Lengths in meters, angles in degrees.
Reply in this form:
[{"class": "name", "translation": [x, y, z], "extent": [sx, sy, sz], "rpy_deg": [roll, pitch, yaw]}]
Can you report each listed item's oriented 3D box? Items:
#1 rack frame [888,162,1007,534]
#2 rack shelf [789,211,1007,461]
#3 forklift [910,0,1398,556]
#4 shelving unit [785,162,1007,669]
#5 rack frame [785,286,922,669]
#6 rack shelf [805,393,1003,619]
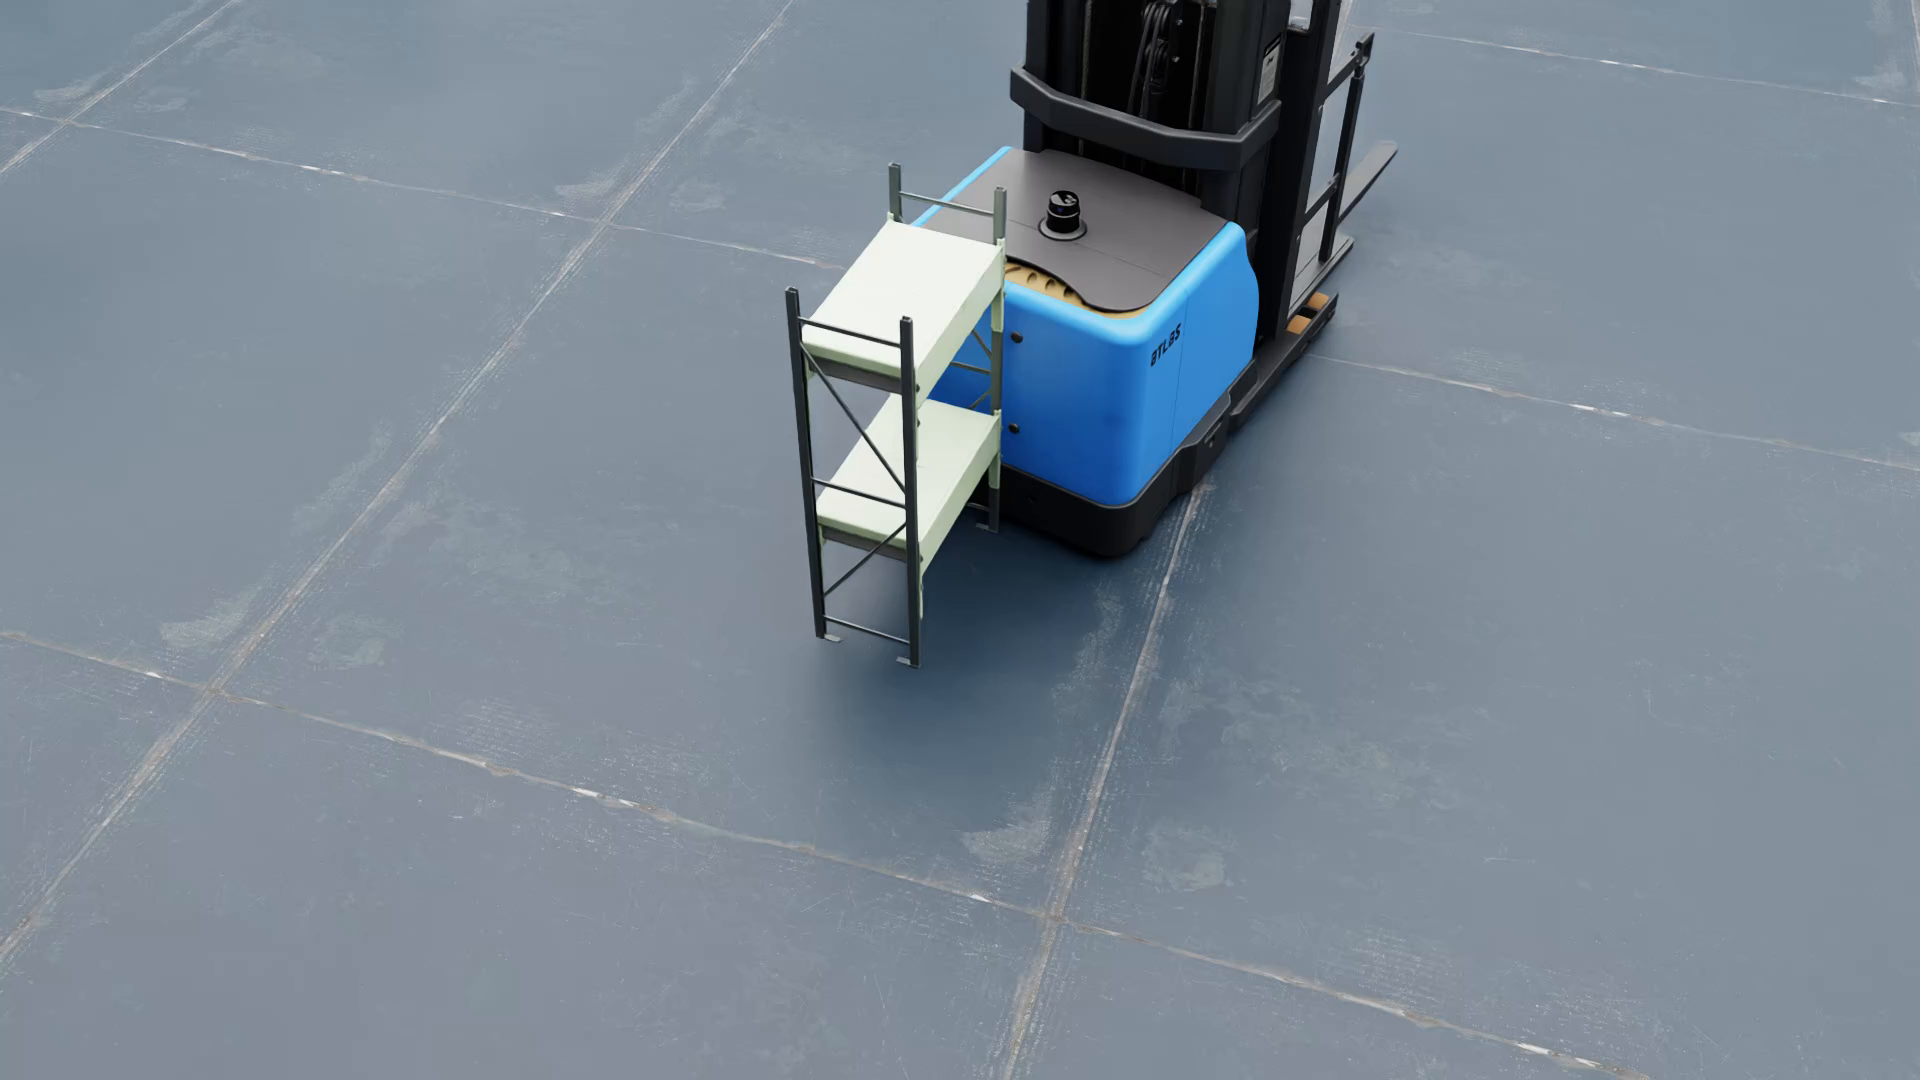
[{"class": "rack frame", "translation": [-0.042, -0.619, 5.810], "extent": [0.400, 1.500, 0.023], "rpy_deg": [16, 47, 16]}, {"class": "rack shelf", "translation": [-0.182, -0.661, 5.295], "extent": [0.431, 0.370, 0.720], "rpy_deg": [16, 47, 16]}, {"class": "forklift", "translation": [0.963, -1.997, 6.195], "extent": [1.130, 2.935, 3.031], "rpy_deg": [24, 49, 23]}, {"class": "shelving unit", "translation": [-0.182, -0.382, 5.568], "extent": [0.431, 1.500, 0.755], "rpy_deg": [16, 47, 16]}, {"class": "rack frame", "translation": [-0.323, -0.146, 5.327], "extent": [0.400, 1.500, 0.023], "rpy_deg": [16, 47, 16]}, {"class": "rack shelf", "translation": [-0.182, -0.149, 5.796], "extent": [0.431, 0.370, 0.720], "rpy_deg": [16, 47, 16]}]
